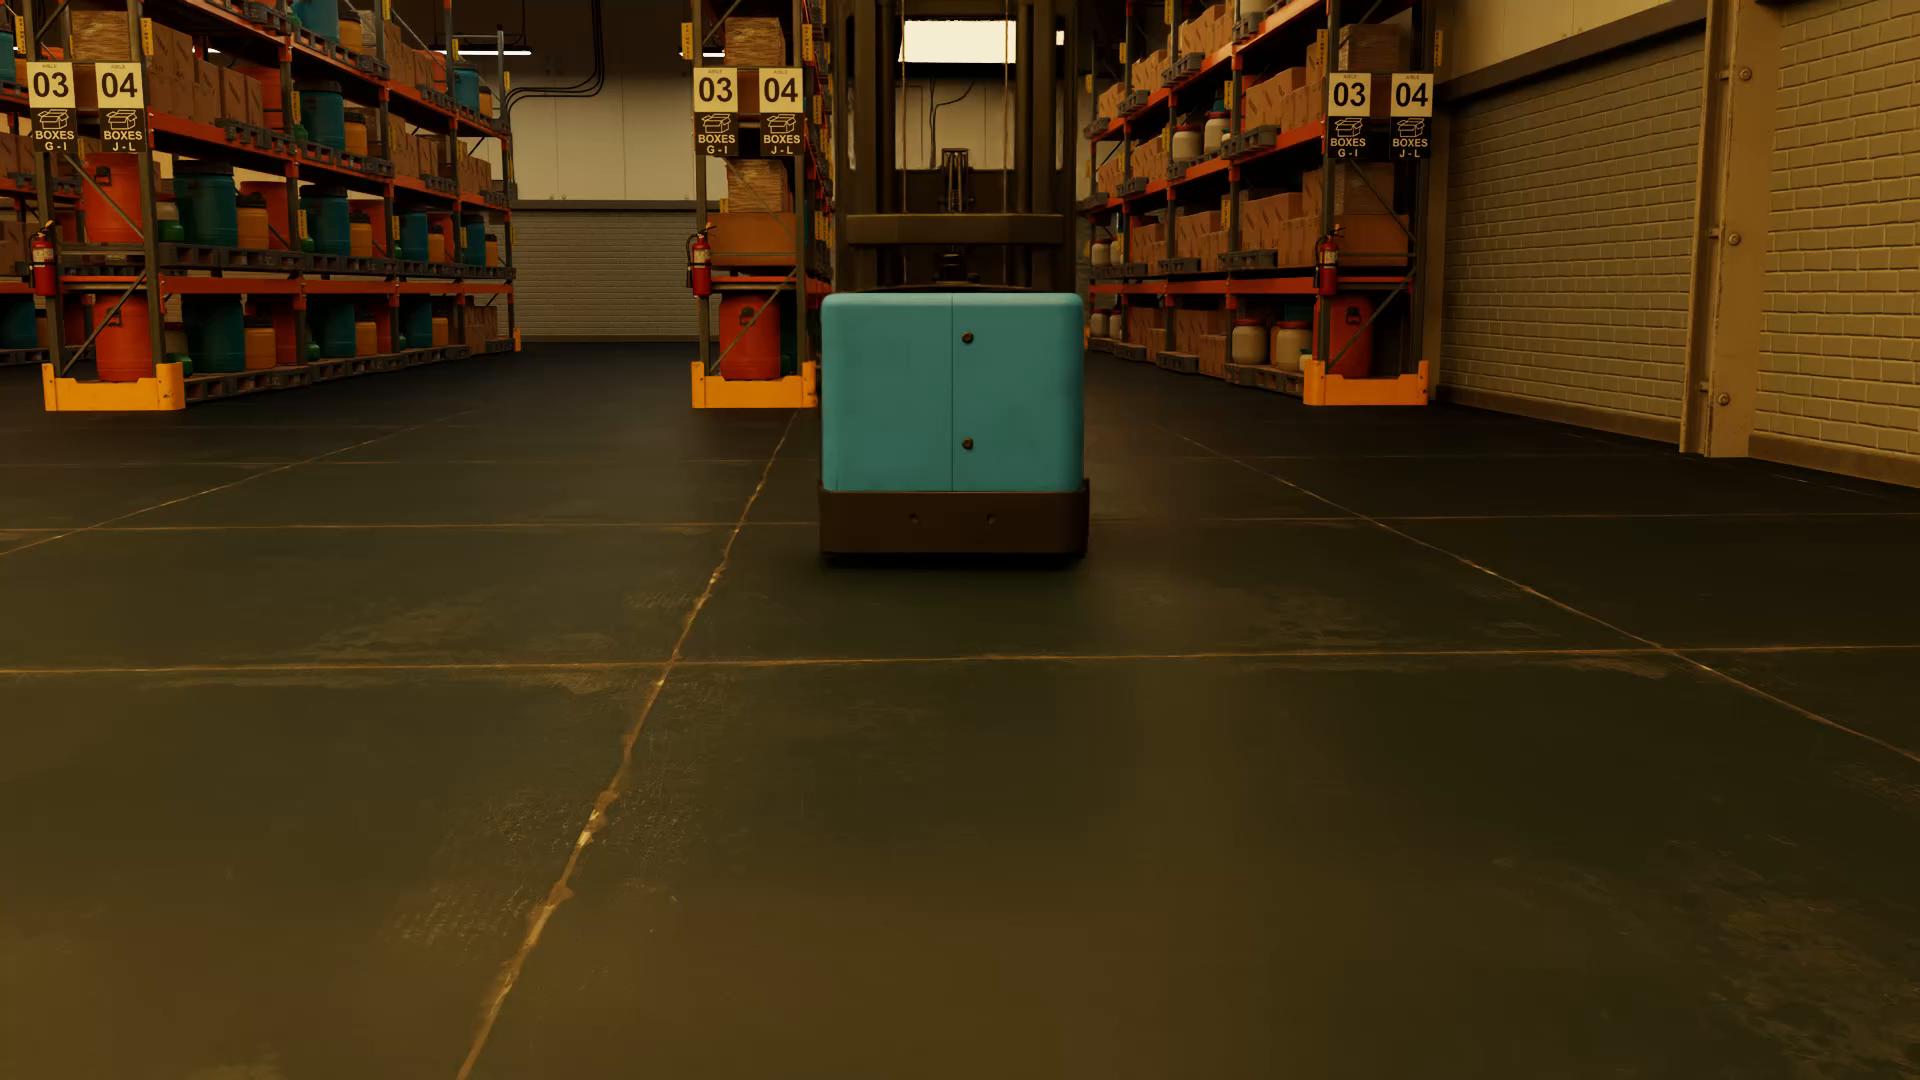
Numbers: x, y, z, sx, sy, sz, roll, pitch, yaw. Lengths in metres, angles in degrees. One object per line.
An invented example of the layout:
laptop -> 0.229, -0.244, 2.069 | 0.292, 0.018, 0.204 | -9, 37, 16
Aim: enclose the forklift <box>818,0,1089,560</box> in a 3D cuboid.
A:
forklift -> -0.018, -1.549, 7.766 | 1.130, 2.935, 3.031 | 0, 8, 0
